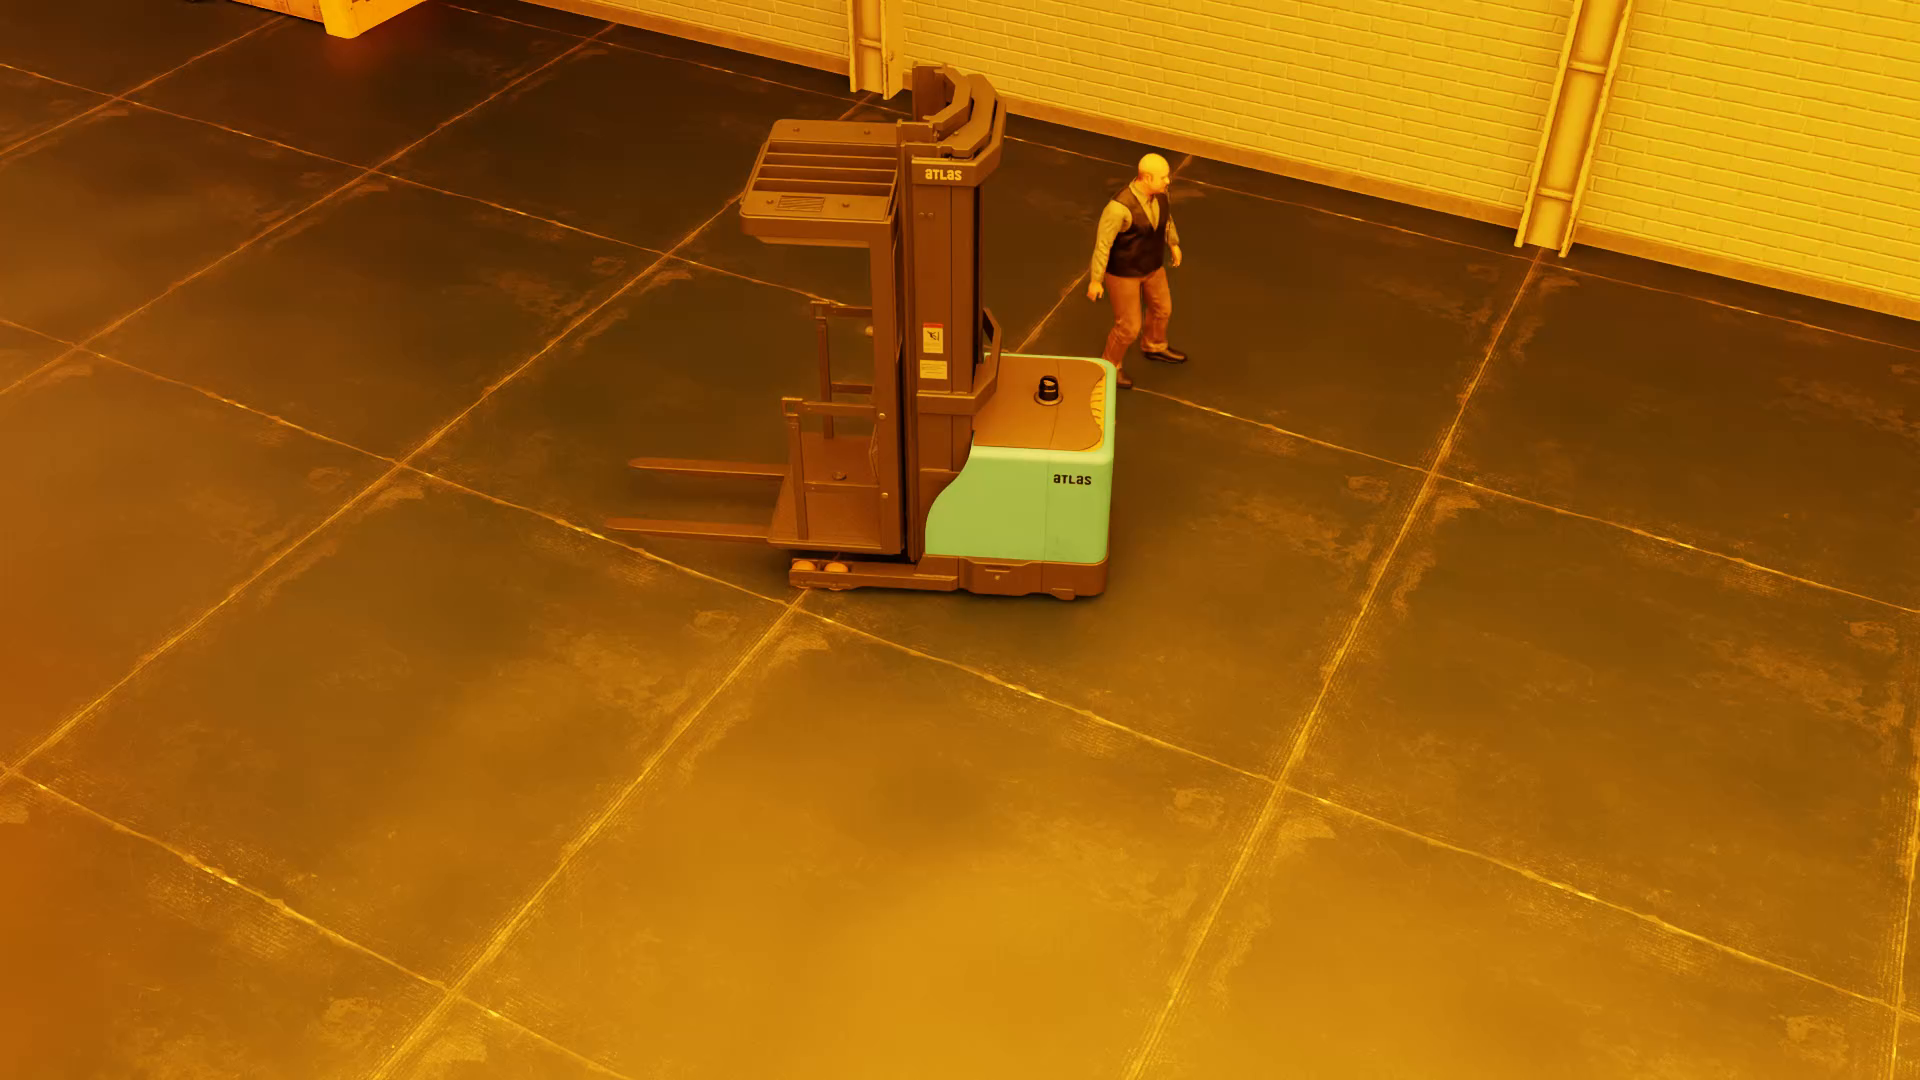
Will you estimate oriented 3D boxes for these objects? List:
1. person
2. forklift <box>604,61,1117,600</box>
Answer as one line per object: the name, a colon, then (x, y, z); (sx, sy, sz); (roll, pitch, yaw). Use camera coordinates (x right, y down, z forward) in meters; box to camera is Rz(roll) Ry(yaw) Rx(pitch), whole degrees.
person: (1.198, -1.826, 11.115); (0.813, 1.695, 0.387); (-32, 49, -32)
forklift: (-0.606, -1.157, 9.360); (3.031, 2.935, 1.130); (3, 40, 4)
